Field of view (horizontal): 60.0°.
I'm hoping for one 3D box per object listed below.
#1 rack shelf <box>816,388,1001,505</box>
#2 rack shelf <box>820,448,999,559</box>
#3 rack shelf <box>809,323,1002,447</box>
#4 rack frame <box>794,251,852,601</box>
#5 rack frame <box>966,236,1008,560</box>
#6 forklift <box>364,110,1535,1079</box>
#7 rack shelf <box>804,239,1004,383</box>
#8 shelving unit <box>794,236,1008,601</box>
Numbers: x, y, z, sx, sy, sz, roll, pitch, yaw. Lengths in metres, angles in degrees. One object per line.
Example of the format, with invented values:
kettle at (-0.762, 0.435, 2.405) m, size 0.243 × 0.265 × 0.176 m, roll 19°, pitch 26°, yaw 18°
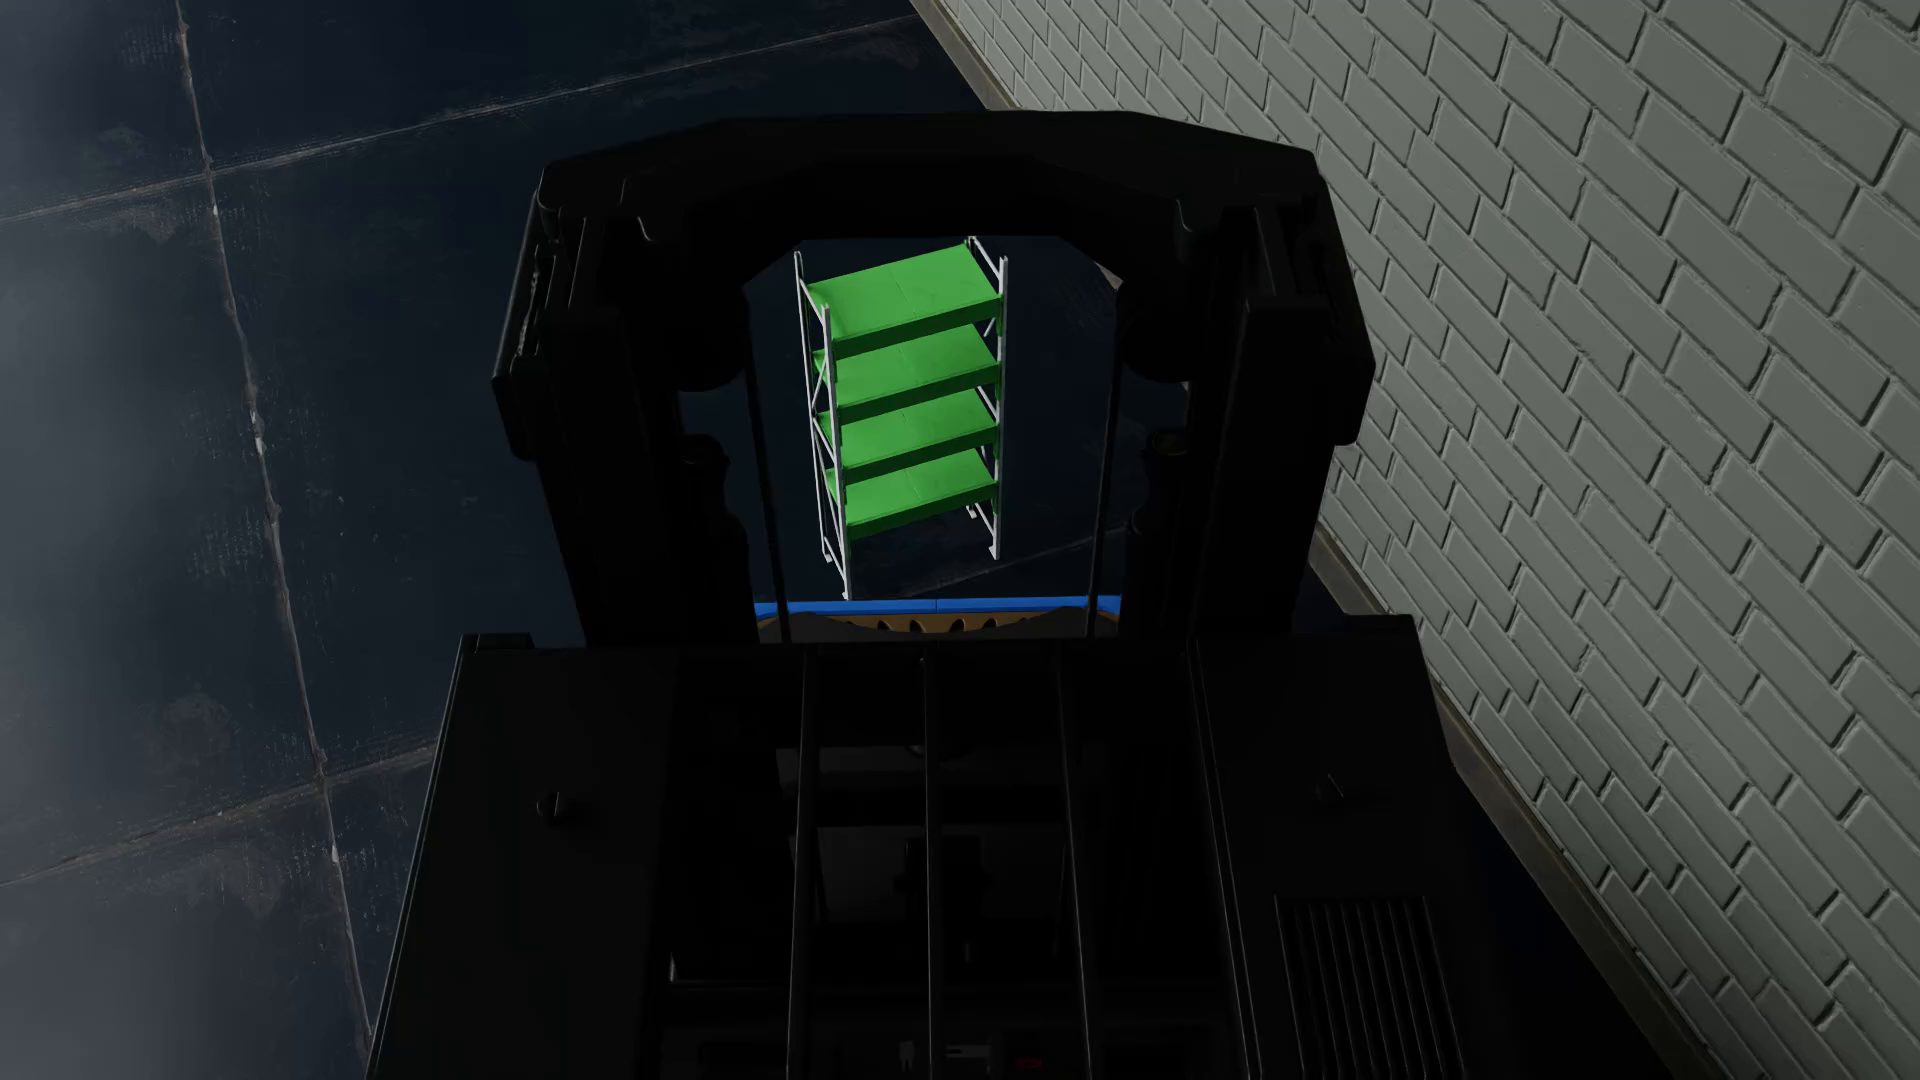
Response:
rack shelf at (-0.153, -0.302, 4.803) m, size 0.480 × 0.148 × 0.258 m, roll -17°, pitch 52°, yaw -14°
rack shelf at (-0.153, -0.145, 4.985) m, size 0.480 × 0.148 × 0.258 m, roll -17°, pitch 52°, yaw -14°
rack shelf at (-0.153, -0.458, 4.620) m, size 0.480 × 0.148 × 0.258 m, roll -17°, pitch 52°, yaw -14°
rack frame at (-0.379, -0.273, 4.694) m, size 0.015 × 1.200 × 0.240 m, roll -17°, pitch 52°, yaw -14°
rack frame at (0.073, -0.413, 4.814) m, size 0.015 × 1.200 × 0.240 m, roll -17°, pitch 52°, yaw -14°
forklift at (-0.015, 0.996, 2.462) m, size 1.130 × 2.935 × 3.031 m, roll -1°, pitch 49°, yaw -1°
rack shelf at (-0.153, -0.615, 4.438) m, size 0.480 × 0.148 × 0.258 m, roll -17°, pitch 52°, yaw -14°
shelving unit at (-0.153, -0.343, 4.754) m, size 0.503 × 1.200 × 0.258 m, roll -17°, pitch 52°, yaw -14°
